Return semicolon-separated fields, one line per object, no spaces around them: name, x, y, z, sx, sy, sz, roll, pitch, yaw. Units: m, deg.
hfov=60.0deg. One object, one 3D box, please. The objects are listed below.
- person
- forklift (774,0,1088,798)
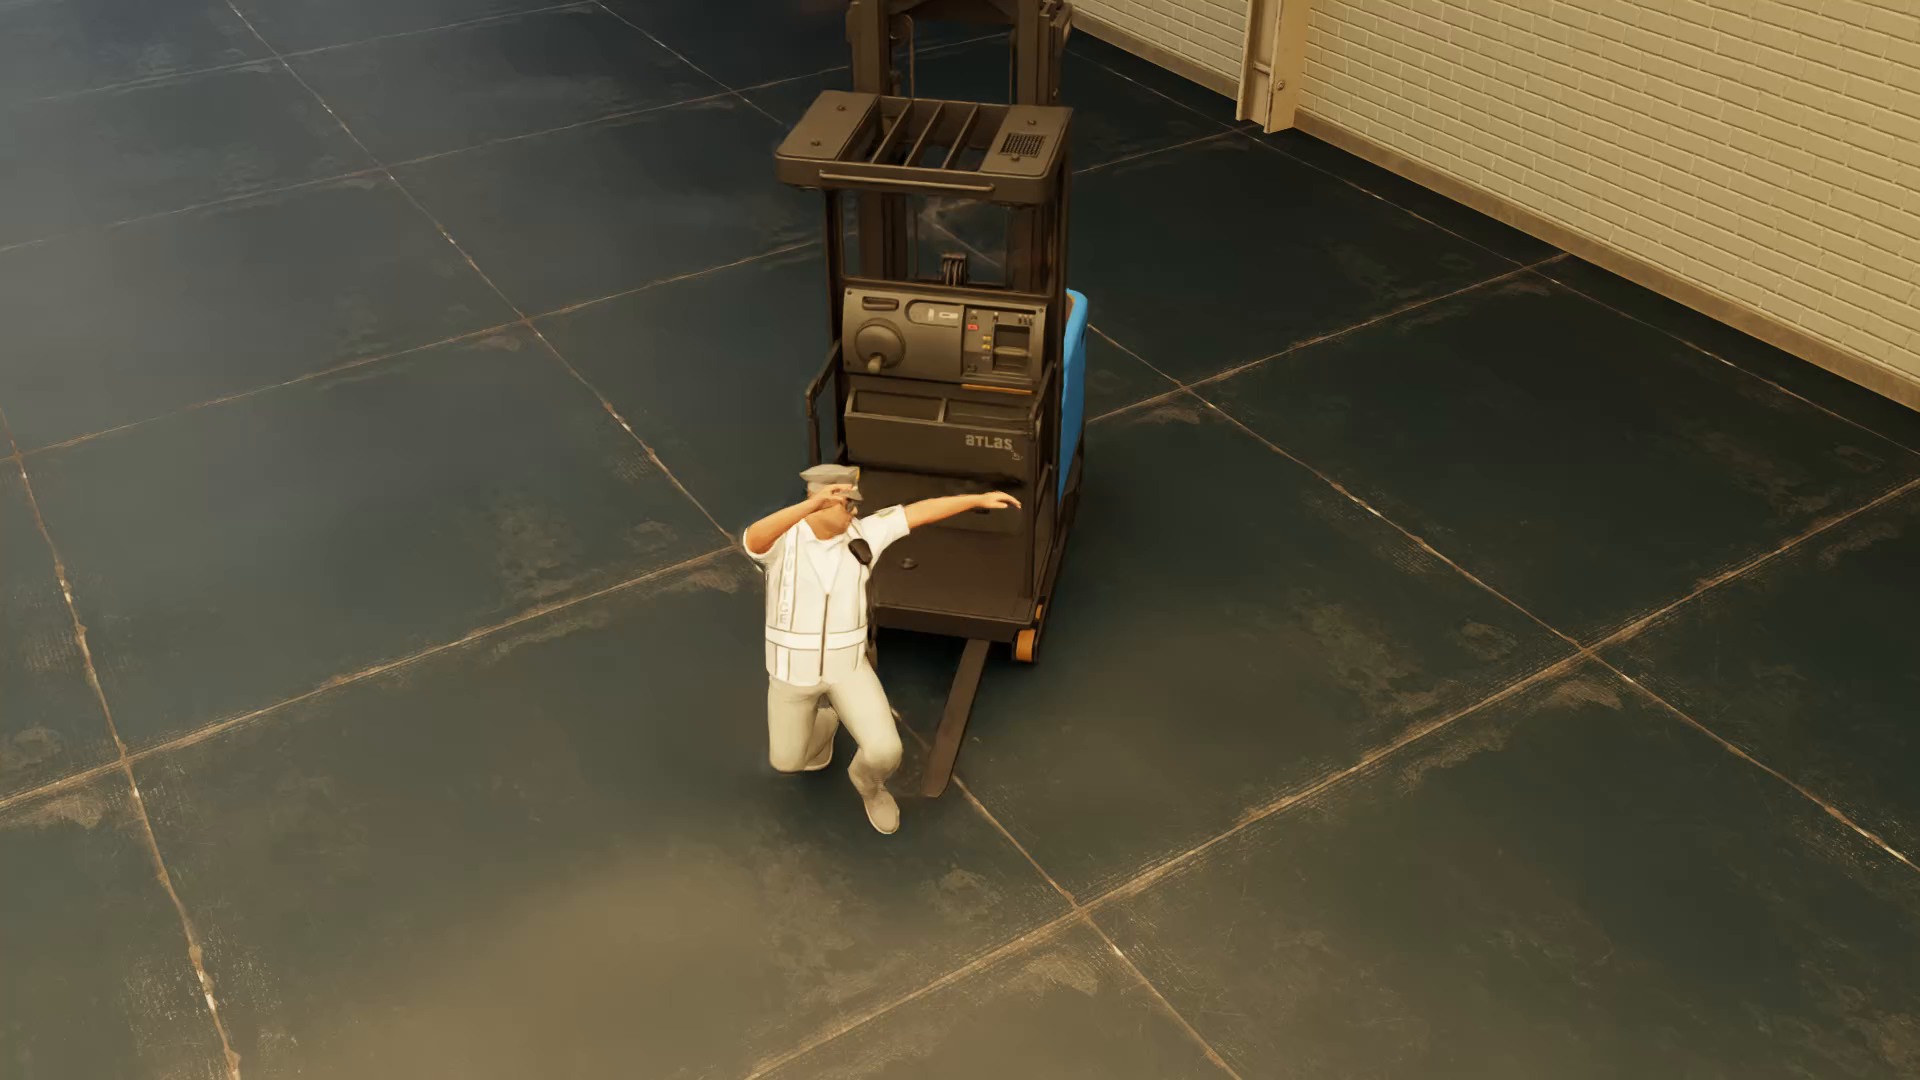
person;-0.274;0.412;6.722;1.119;1.615;0.860;-4;35;-6
forklift;-0.116;-0.854;7.363;1.130;2.935;3.031;7;36;9
